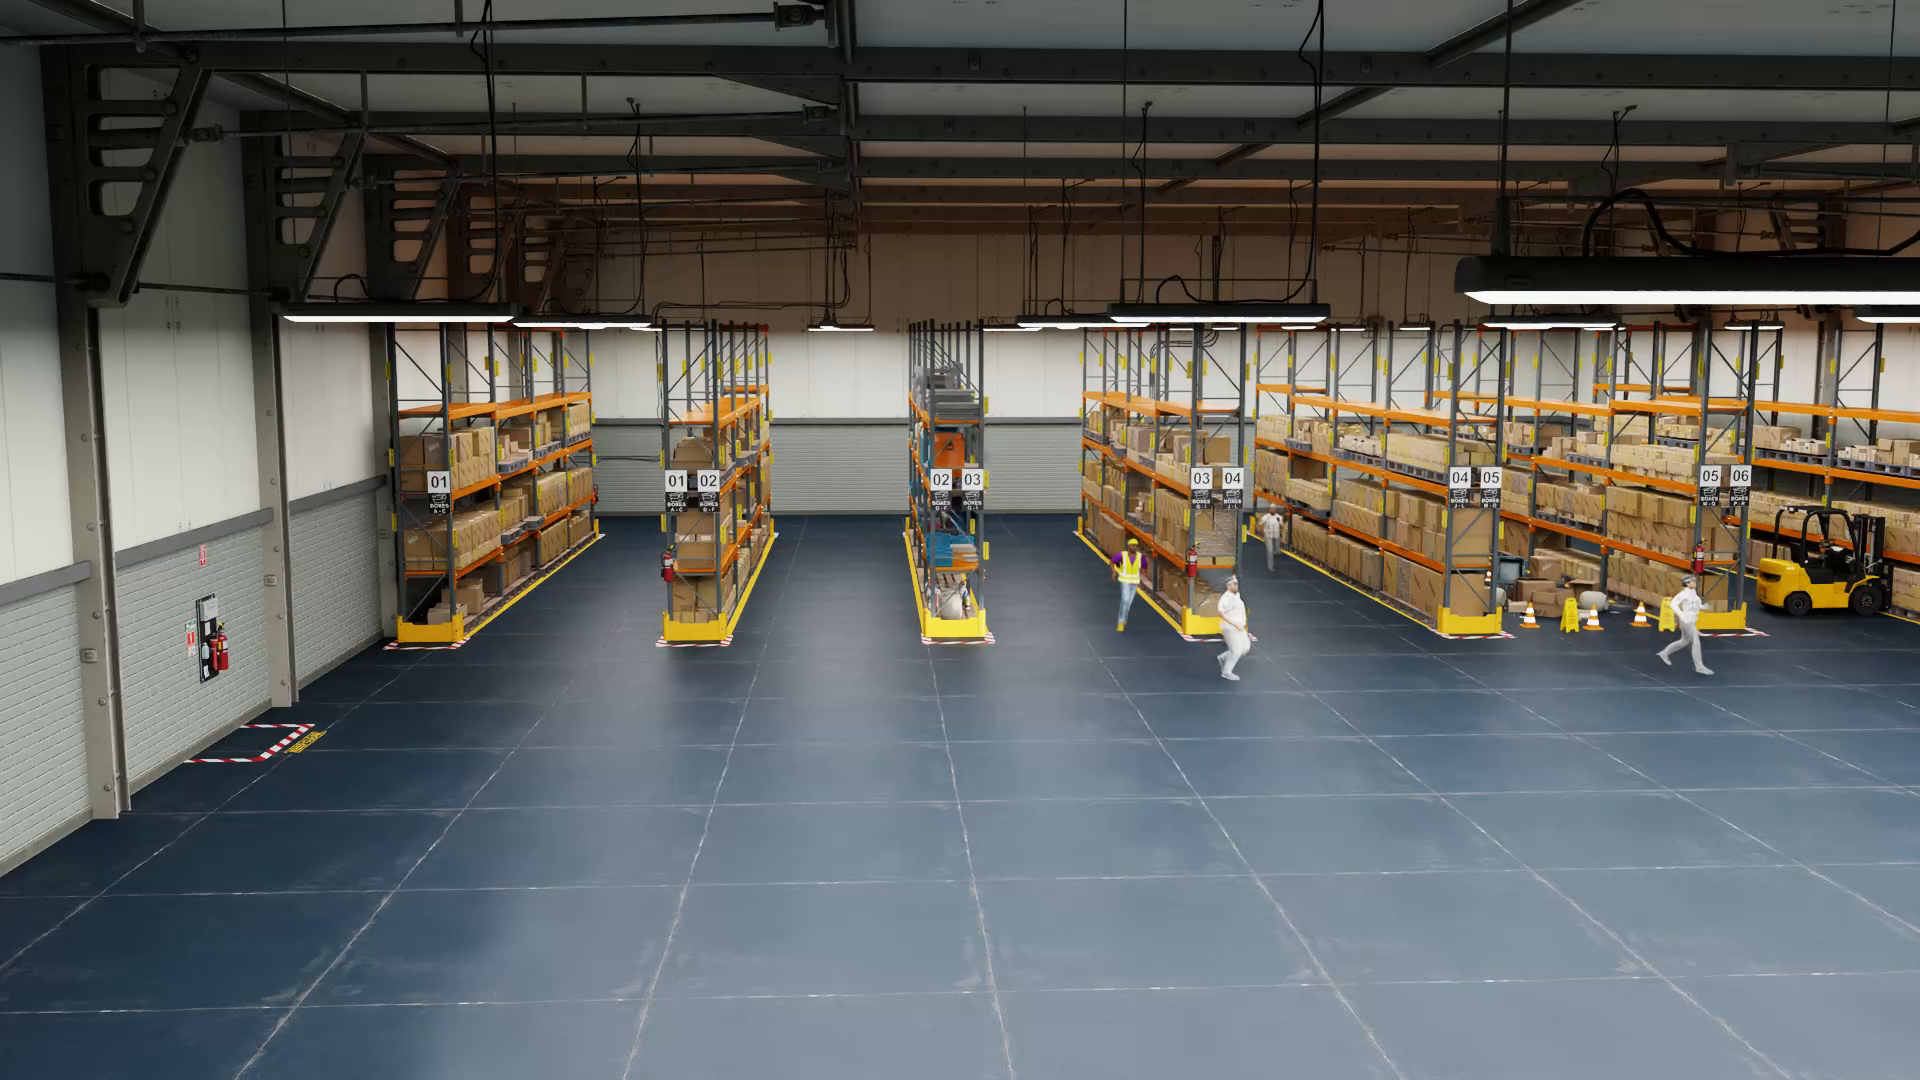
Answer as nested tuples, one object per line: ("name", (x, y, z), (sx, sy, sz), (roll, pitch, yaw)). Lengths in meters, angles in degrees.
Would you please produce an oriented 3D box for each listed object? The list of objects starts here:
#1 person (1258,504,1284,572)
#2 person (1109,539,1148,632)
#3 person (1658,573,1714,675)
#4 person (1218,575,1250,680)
("person", (7.573, -0.071, 40.431), (0.613, 1.620, 0.688), (0, 7, -3))
("person", (3.305, 0.857, 32.402), (0.696, 1.804, 0.769), (-2, 7, -13))
("person", (12.331, 1.389, 28.176), (0.941, 1.679, 0.612), (5, 9, 37))
("person", (4.545, 1.447, 27.733), (0.545, 1.751, 0.667), (4, 8, 32))
